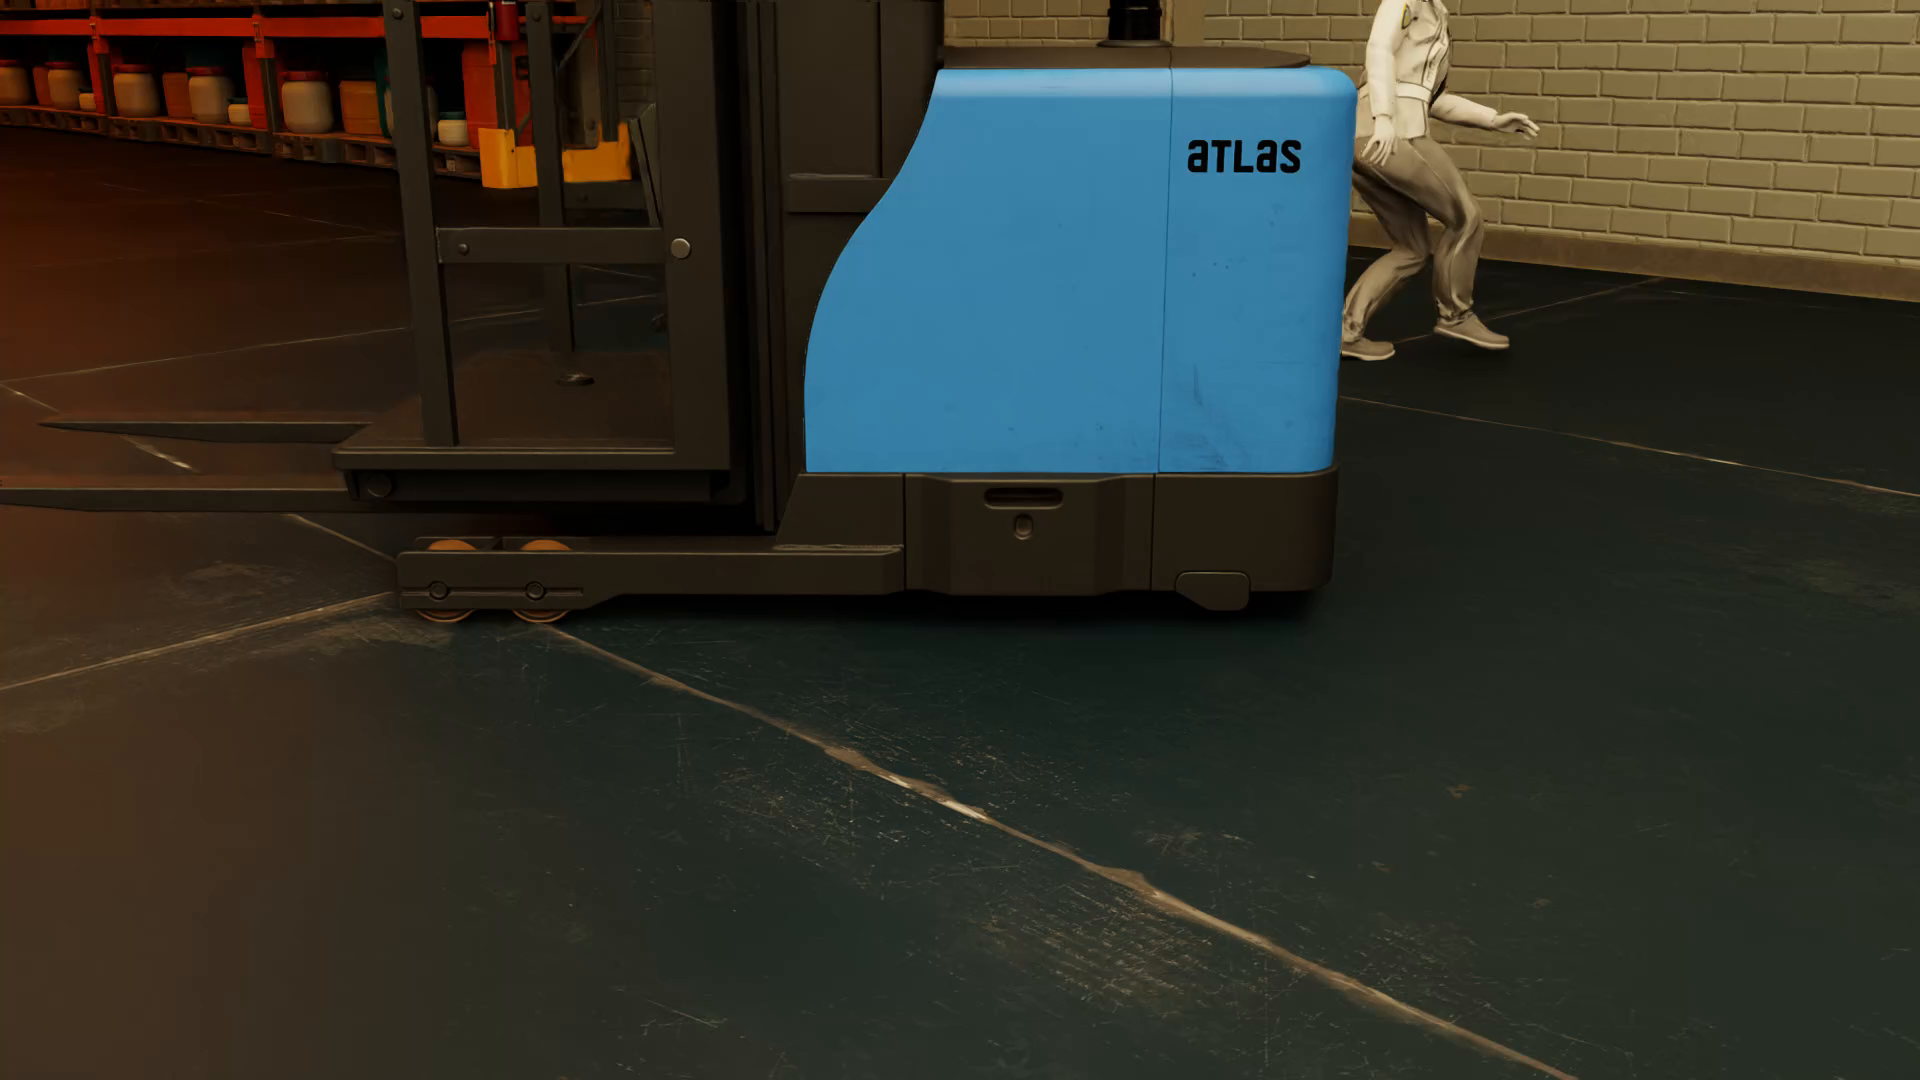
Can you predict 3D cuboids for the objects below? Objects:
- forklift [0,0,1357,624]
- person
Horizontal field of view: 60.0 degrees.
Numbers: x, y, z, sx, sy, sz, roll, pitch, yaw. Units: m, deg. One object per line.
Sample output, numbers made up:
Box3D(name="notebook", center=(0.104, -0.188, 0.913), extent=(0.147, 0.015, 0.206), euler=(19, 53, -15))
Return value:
Box3D(name="forklift", center=(-0.750, -1.388, 3.421), extent=(3.031, 2.935, 1.130), euler=(0, 17, 1))
Box3D(name="person", center=(1.663, -1.359, 5.736), extent=(0.732, 1.526, 0.701), euler=(-1, 17, -3))
